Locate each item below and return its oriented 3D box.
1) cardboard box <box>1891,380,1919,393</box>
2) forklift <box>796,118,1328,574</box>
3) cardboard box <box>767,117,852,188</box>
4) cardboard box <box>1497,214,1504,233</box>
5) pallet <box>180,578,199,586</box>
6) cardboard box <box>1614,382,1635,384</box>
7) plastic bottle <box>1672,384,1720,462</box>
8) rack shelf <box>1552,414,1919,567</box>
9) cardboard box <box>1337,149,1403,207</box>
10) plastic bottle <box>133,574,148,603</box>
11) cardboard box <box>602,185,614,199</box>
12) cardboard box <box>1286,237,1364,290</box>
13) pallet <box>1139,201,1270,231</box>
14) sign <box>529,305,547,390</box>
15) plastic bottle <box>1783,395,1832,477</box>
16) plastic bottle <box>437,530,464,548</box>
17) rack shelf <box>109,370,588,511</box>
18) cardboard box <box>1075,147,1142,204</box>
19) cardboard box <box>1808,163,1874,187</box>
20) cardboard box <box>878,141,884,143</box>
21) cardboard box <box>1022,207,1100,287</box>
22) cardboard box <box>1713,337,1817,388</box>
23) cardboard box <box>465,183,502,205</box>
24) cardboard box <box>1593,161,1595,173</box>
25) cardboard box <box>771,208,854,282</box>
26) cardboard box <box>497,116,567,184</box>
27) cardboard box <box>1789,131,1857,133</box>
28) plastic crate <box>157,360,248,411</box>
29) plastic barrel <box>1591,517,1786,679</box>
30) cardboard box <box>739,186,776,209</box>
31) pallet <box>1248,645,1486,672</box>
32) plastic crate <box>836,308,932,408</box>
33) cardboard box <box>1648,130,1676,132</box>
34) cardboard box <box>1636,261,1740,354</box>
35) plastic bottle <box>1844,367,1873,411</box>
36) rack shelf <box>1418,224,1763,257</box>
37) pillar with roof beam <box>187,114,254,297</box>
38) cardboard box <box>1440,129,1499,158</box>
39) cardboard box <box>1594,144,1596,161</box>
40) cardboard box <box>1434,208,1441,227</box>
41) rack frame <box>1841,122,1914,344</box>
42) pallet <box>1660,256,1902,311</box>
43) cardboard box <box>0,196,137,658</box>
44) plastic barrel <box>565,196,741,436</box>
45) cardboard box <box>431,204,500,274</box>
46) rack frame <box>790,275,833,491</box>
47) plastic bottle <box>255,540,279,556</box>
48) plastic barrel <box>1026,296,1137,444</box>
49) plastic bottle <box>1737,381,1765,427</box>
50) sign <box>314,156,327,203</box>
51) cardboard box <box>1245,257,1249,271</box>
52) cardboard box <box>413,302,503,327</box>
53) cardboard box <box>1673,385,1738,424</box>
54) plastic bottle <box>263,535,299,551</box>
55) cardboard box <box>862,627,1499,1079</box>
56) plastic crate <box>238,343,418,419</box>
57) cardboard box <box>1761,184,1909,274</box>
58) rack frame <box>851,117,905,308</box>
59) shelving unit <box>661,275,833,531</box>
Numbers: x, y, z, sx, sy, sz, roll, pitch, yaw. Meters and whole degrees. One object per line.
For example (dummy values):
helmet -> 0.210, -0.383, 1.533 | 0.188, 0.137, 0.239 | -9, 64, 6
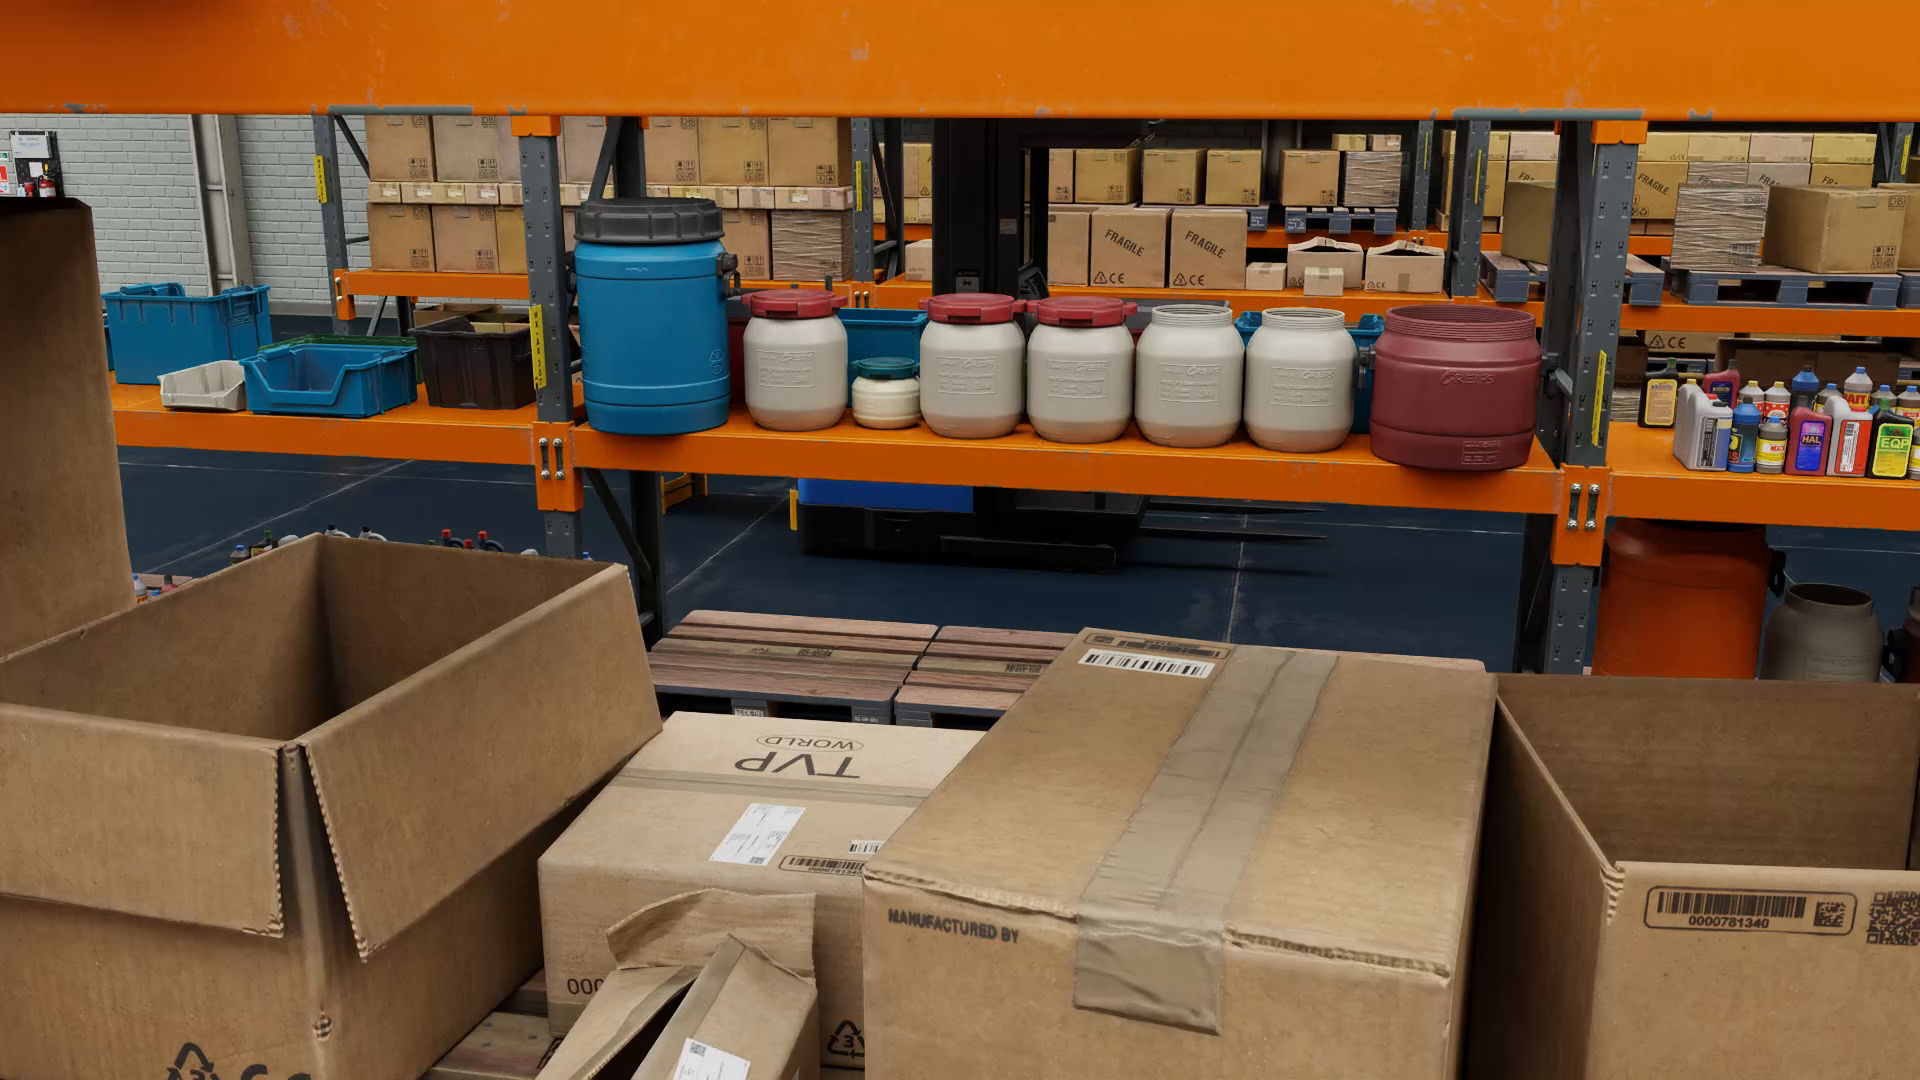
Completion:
cardboard box -> 6.318, -0.771, 11.014 | 0.500, 0.500, 0.500 | 3, 16, 12
forklift -> 0.617, -1.379, 9.480 | 3.031, 2.935, 1.130 | 3, 16, 11
cardboard box -> -1.008, -2.769, 11.753 | 0.500, 0.500, 0.700 | 3, 16, 11
cardboard box -> 5.097, -2.916, 15.332 | 0.250, 0.149, 0.380 | 4, 16, 13
pallet -> -3.411, 0.455, 7.956 | 1.213, 0.211, 1.003 | 3, 16, 11
cardboard box -> 4.312, -0.880, 11.409 | 0.500, 0.500, 0.500 | 4, 16, 13
plastic bottle -> 2.748, -0.438, 6.187 | 0.135, 0.276, 0.152 | 3, 16, 11
rack shelf -> 4.317, -0.112, 6.127 | 4.000, 0.370, 1.077 | 3, 16, 11
cardboard box -> 3.869, -3.440, 15.780 | 0.500, 0.500, 0.700 | 1, 16, 5
plastic bottle -> -3.767, 0.290, 7.614 | 0.097, 0.271, 0.097 | 0, 15, 0
cardboard box -> -2.385, -2.474, 11.904 | 0.250, 0.149, 0.380 | 4, 16, 13
cardboard box -> 2.510, -1.916, 11.458 | 0.500, 0.311, 0.500 | 3, 16, 10
pallet -> 2.384, -3.159, 16.138 | 1.213, 0.211, 1.003 | 3, 16, 11
sign -> -1.683, -0.768, 6.629 | 0.005, 0.325, 0.100 | 3, 16, 11
plastic bottle -> 3.030, -0.372, 5.936 | 0.133, 0.283, 0.061 | 3, 16, 11
plastic bottle -> -2.455, 0.125, 8.061 | 0.185, 0.351, 0.144 | 2, 16, 9
rack shelf -> -3.522, -0.538, 7.663 | 4.000, 0.370, 1.077 | 3, 16, 11
cardboard box -> 1.450, -3.563, 16.223 | 0.500, 0.500, 0.700 | 5, 16, 17
cardboard box -> 7.749, -3.104, 14.798 | 0.500, 0.500, 0.500 | 3, 16, 10
cardboard box -> -1.000, -3.805, 16.948 | 0.500, 0.500, 0.500 | 4, 16, 13
cardboard box -> 0.694, -2.049, 11.583 | 0.500, 0.500, 0.500 | 4, 16, 15
cardboard box -> 5.371, -1.186, 11.109 | 0.500, 0.250, 0.500 | 3, 16, 10
cardboard box -> -3.399, -2.529, 12.102 | 0.250, 0.149, 0.380 | 3, 16, 10
cardboard box -> 5.754, -3.209, 15.174 | 0.500, 0.500, 0.500 | 3, 16, 11
cardboard box -> -1.008, -2.144, 11.926 | 0.500, 0.500, 0.700 | 3, 16, 10
cardboard box -> -2.974, -2.876, 12.138 | 0.500, 0.500, 0.700 | 3, 16, 11
cardboard box -> 7.853, -3.600, 15.181 | 0.500, 0.250, 0.500 | 4, 16, 13
plastic crate -> -3.204, -0.671, 7.291 | 0.437, 0.136, 0.530 | 3, 16, 11
plastic barrel -> 2.840, 0.299, 6.571 | 0.708, 0.830, 0.600 | 3, 16, 11
cardboard box -> -1.380, -2.420, 11.707 | 0.250, 0.149, 0.380 | 3, 16, 9
pallet -> 1.606, 0.727, 6.972 | 1.213, 0.211, 1.003 | 3, 16, 11
plastic crate -> -0.419, -0.793, 7.267 | 0.575, 0.384, 0.392 | 3, 16, 11
cardboard box -> 6.336, -3.680, 15.471 | 0.500, 0.250, 0.500 | 3, 16, 10
cardboard box -> 6.717, -2.158, 15.404 | 0.750, 0.750, 0.750 | 4, 16, 13
plastic bottle -> 3.556, -0.550, 6.599 | 0.097, 0.271, 0.097 | 0, 15, 0
rack shelf -> 6.292, -2.704, 15.483 | 4.000, 0.370, 1.077 | 3, 16, 11
pillar with roof beam -> -9.387, -5.856, 14.275 | 0.400, 9.000, 9.100 | 3, 16, 11
cardboard box -> 4.828, -3.763, 15.773 | 0.500, 0.250, 0.500 | 4, 16, 13
cardboard box -> 5.743, -3.574, 15.089 | 0.500, 0.250, 0.500 | 3, 16, 11
cardboard box -> 4.702, -3.095, 15.981 | 0.250, 0.149, 0.380 | 3, 16, 12
rack frame -> 8.252, -2.944, 15.003 | 0.127, 3.000, 1.000 | 3, 16, 11
pallet -> 5.255, -1.666, 10.748 | 1.213, 0.211, 1.003 | 3, 16, 11
cardboard box -> -1.799, 0.105, 2.085 | 1.000, 1.000, 1.000 | 3, 16, 11
plastic barrel -> -1.244, -0.920, 6.756 | 0.708, 0.901, 0.600 | 3, 16, 11
cardboard box -> -3.521, -2.280, 12.417 | 0.500, 0.500, 0.700 | 4, 16, 13
rack frame -> -0.897, -0.854, 10.266 | 0.032, 1.500, 0.500 | 6, 17, 21
plastic bottle -> -3.374, 0.137, 8.141 | 0.133, 0.283, 0.061 | 3, 16, 11
plastic barrel -> 0.475, -0.674, 6.550 | 0.433, 0.535, 0.433 | 0, 15, 0
plastic bottle -> 3.175, -0.537, 6.683 | 0.097, 0.201, 0.097 | 0, 15, 0
sign -> -4.608, -2.597, 11.979 | 0.005, 0.325, 0.100 | 3, 16, 11
cardboard box -> 2.565, -2.623, 16.297 | 0.500, 0.250, 0.500 | 3, 16, 11
cardboard box -> -3.906, -1.575, 13.017 | 0.500, 0.500, 0.500 | 3, 16, 11
cardboard box -> 4.742, -0.715, 10.813 | 0.500, 0.500, 0.500 | 3, 16, 10
plastic bottle -> -3.353, 0.113, 8.243 | 0.135, 0.276, 0.152 | 3, 16, 12
cardboard box -> 0.266, 0.458, 1.747 | 0.500, 0.500, 0.700 | 6, 16, 19
plastic crate -> -2.701, -0.695, 7.159 | 0.616, 0.251, 0.499 | 3, 16, 11
cardboard box -> 5.524, -1.977, 10.535 | 0.500, 0.500, 0.700 | -1, 16, -3
rack frame -> -0.571, -2.074, 11.860 | 0.127, 3.000, 1.000 | 3, 16, 11
shelving unit -> -1.360, -0.904, 10.446 | 1.083, 1.500, 0.587 | 6, 17, 21
